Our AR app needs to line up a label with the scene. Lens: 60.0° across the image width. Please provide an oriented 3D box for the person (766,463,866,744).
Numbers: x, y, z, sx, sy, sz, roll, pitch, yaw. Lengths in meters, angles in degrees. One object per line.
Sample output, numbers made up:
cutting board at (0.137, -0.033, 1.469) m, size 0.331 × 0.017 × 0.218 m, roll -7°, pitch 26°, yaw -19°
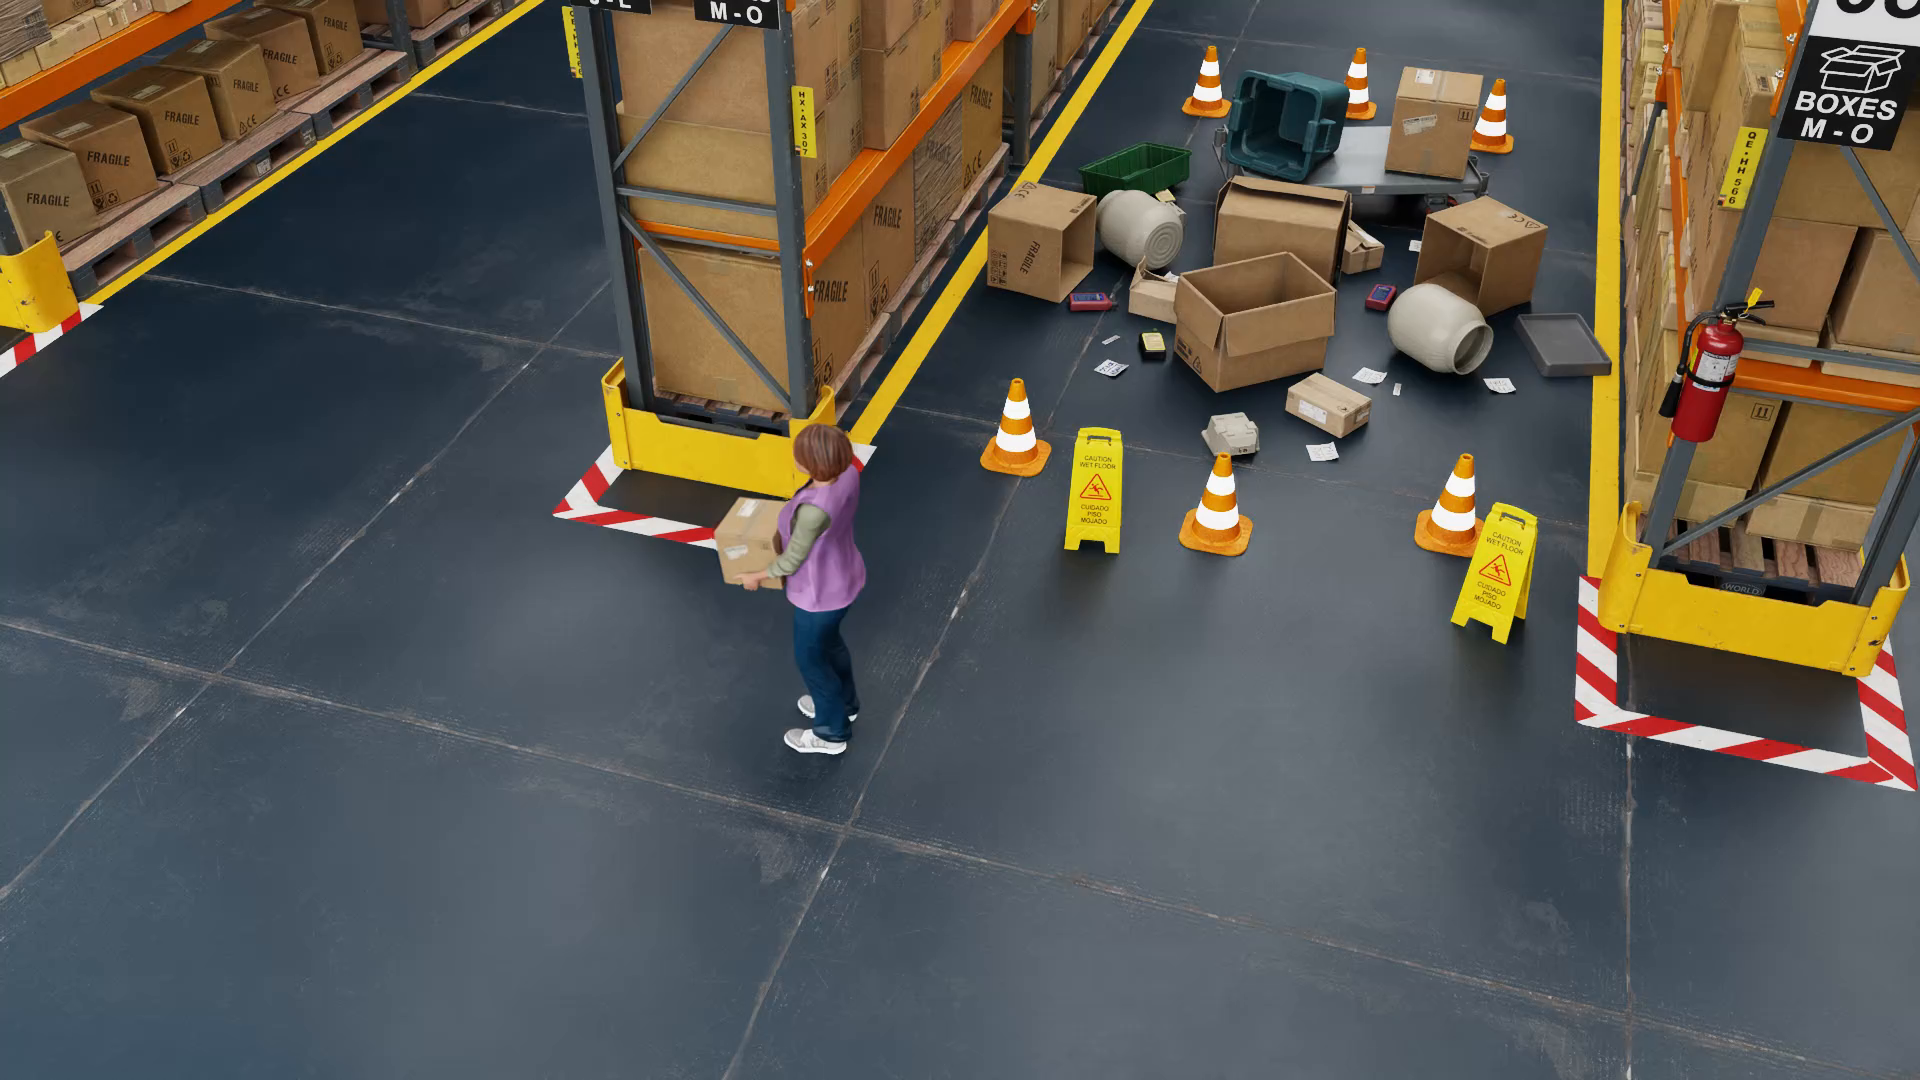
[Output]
person at (-0.546, 0.260, 6.692) m, size 0.323 × 1.303 × 0.419 m, roll 11°, pitch 39°, yaw 14°
